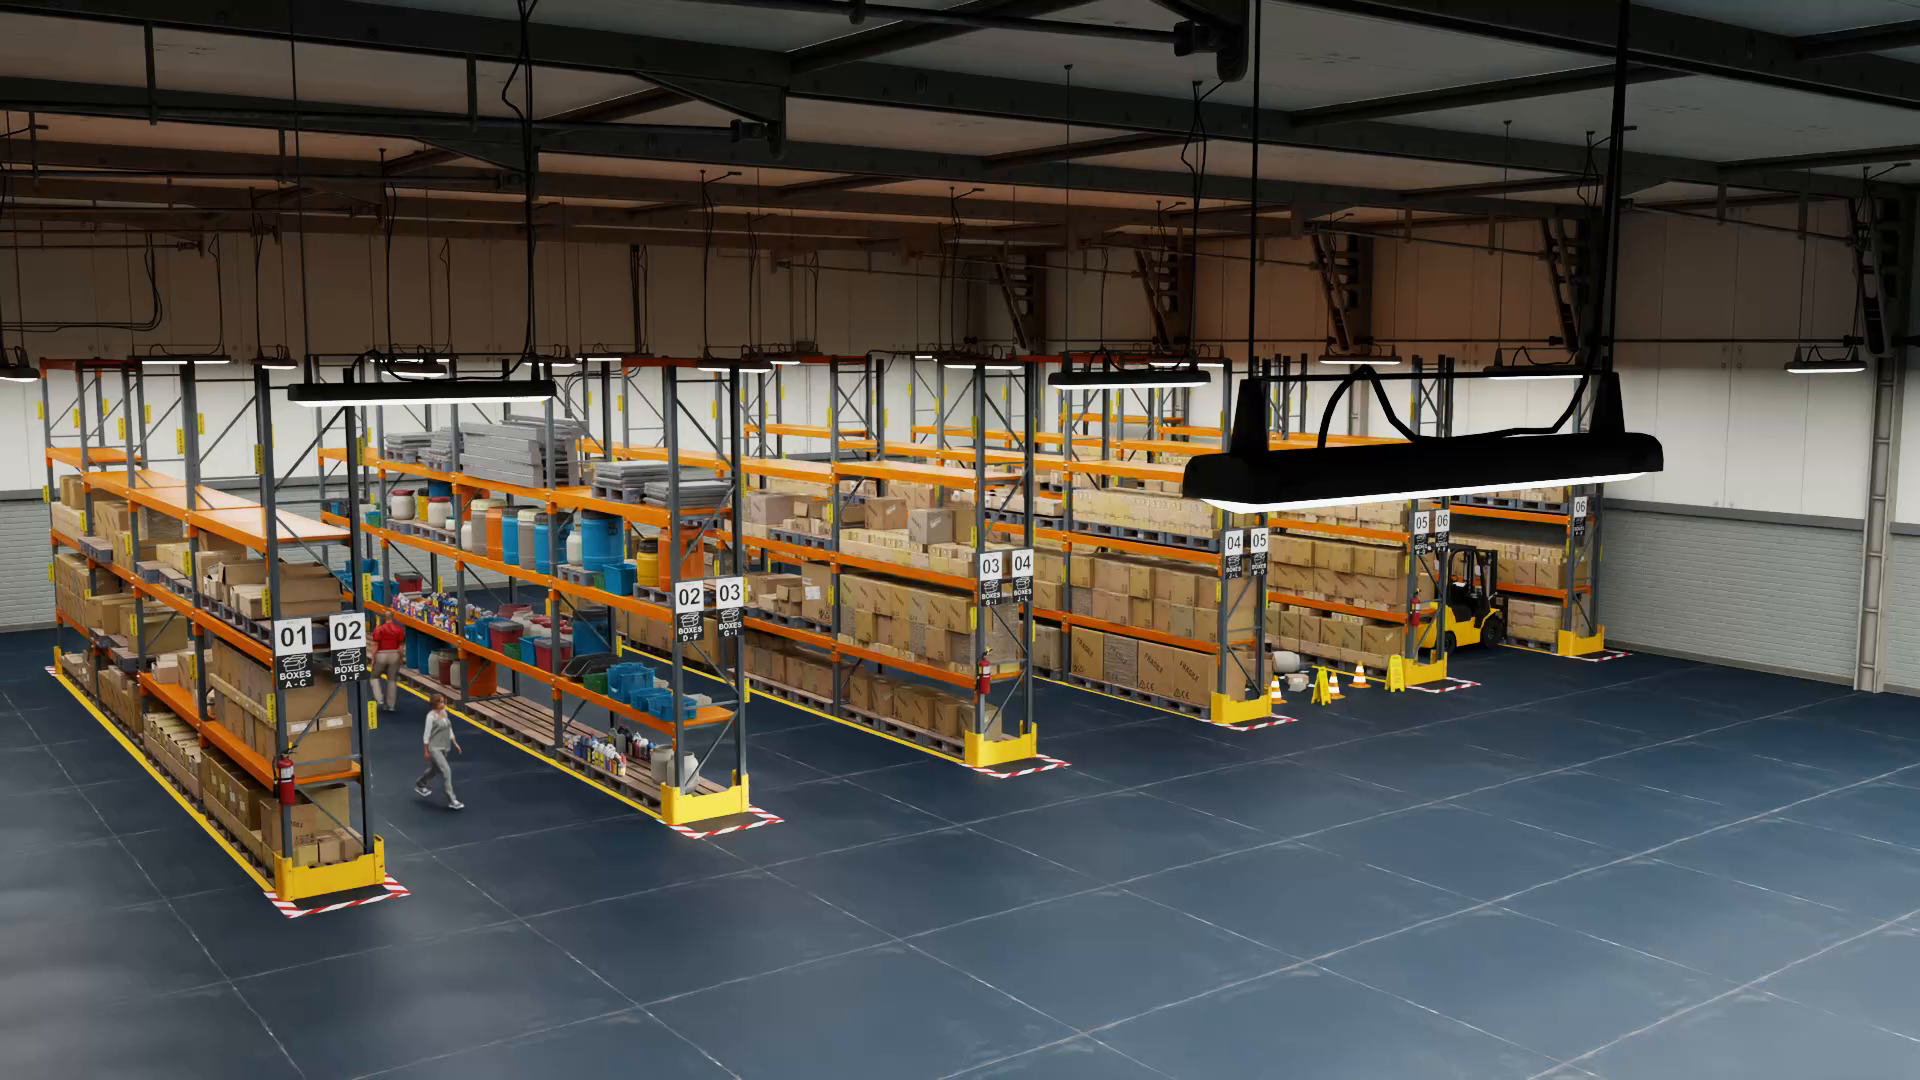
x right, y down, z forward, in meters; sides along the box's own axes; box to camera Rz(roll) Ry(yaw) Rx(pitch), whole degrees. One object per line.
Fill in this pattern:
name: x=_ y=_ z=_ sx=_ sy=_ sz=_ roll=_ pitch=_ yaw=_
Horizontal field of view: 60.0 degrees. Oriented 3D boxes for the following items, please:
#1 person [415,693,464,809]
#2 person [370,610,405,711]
person: x=-7.113 y=2.833 z=22.639 sx=1.003 sy=1.536 sz=0.468 roll=3 pitch=8 yaw=26
person: x=-9.819 y=2.061 z=28.418 sx=0.659 sy=1.732 sz=0.417 roll=-4 pitch=8 yaw=-32
